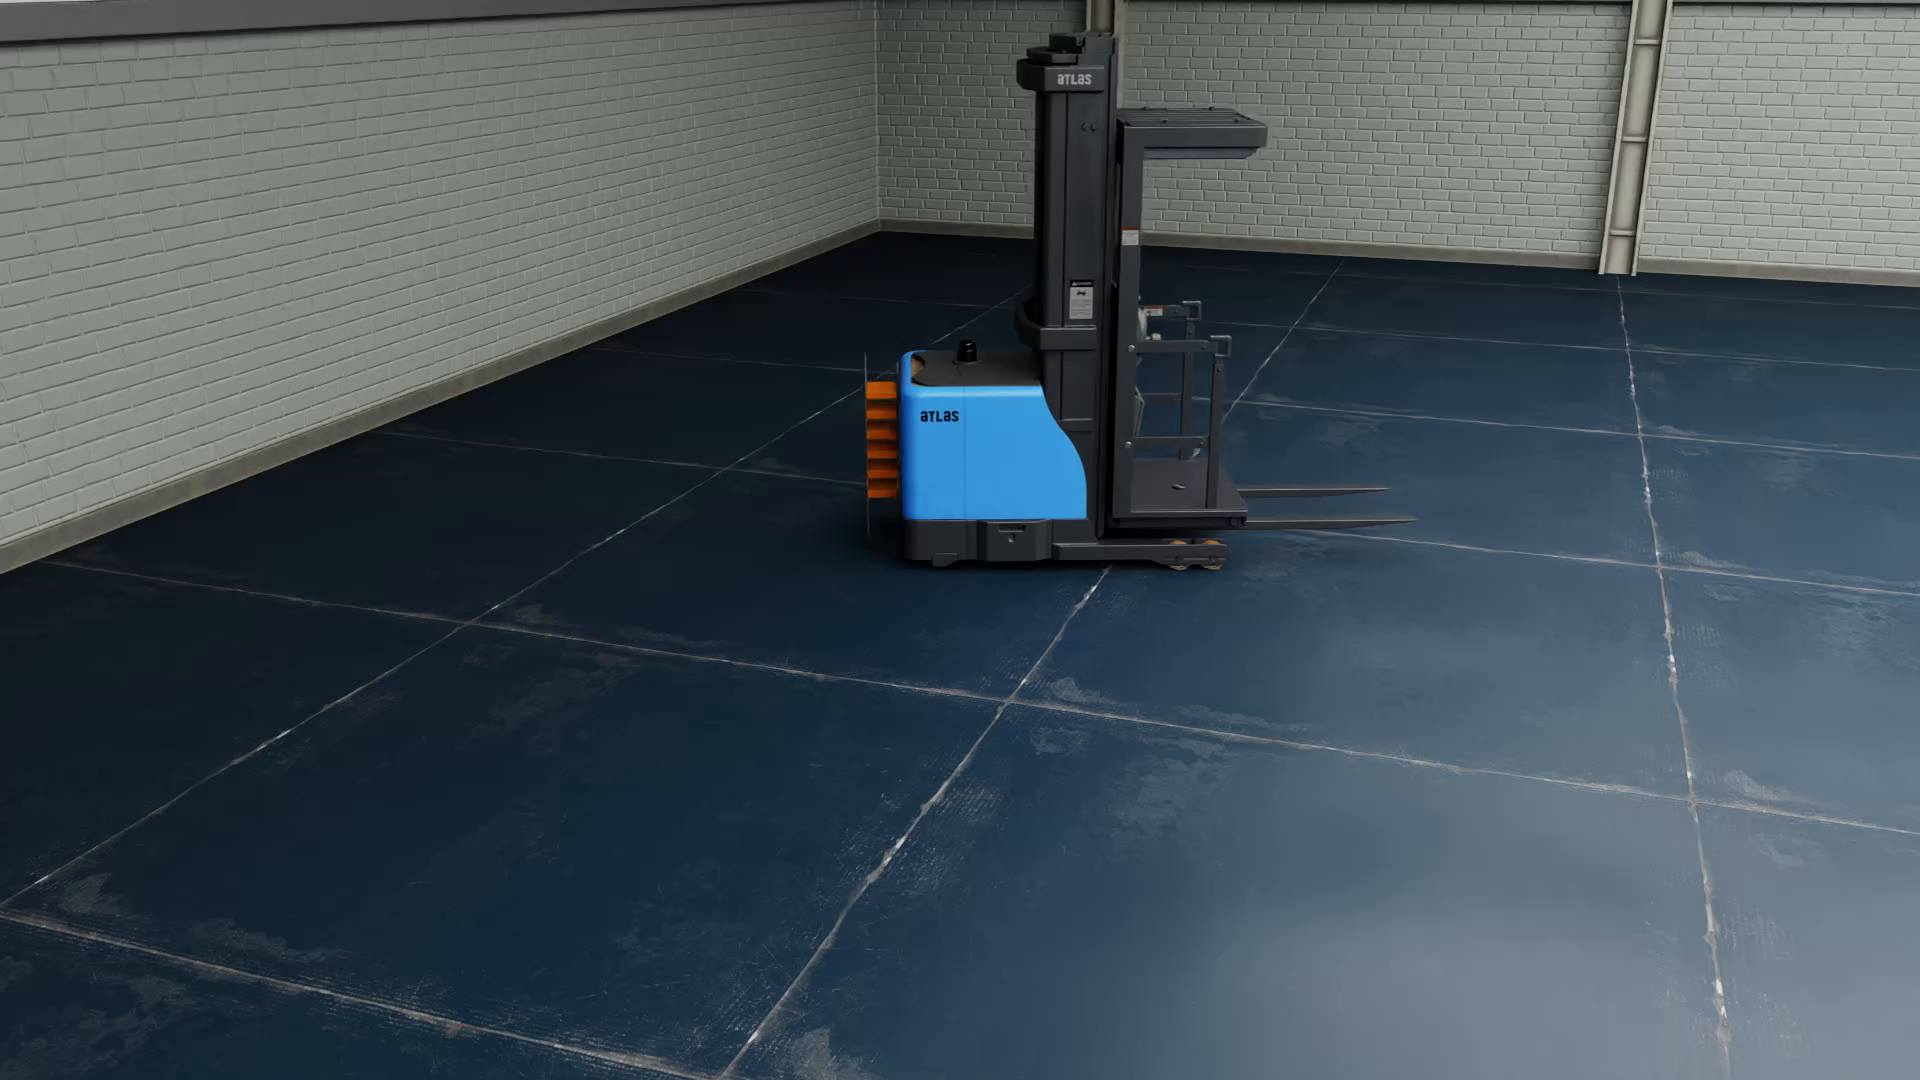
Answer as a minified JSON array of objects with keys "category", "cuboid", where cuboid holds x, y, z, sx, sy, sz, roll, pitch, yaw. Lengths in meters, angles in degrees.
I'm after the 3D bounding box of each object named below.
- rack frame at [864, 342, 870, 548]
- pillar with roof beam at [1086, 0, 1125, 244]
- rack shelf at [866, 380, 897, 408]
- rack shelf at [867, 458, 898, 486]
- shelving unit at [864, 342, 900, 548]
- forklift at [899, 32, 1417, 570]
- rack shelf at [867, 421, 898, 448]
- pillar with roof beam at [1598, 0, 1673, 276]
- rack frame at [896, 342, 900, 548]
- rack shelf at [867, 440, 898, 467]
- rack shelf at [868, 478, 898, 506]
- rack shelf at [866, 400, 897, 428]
[{"category":"rack frame","cuboid":[-0.550,-0.558,9.854,0.006,1.200,0.240,-1,19,-2]},{"category":"pillar with roof beam","cuboid":[0.309,-6.567,15.245,0.400,9.000,9.100,7,20,18]},{"category":"rack shelf","cuboid":[-0.459,-0.857,9.753,0.180,0.103,0.258,-1,19,-2]},{"category":"rack shelf","cuboid":[-0.459,-0.404,9.911,0.180,0.103,0.258,-1,19,-2]},{"category":"shelving unit","cuboid":[-0.459,-0.559,9.857,0.189,1.200,0.258,-1,19,-2]},{"category":"forklift","cuboid":[1.156,-1.386,9.599,3.031,2.935,1.130,-1,19,-2]},{"category":"rack shelf","cuboid":[-0.459,-0.630,9.832,0.180,0.103,0.258,-1,19,-2]},{"category":"pillar with roof beam","cuboid":[5.977,-5.919,13.386,0.400,9.000,9.100,7,20,18]},{"category":"rack frame","cuboid":[-0.367,-0.560,9.859,0.006,1.200,0.240,-1,19,-2]},{"category":"rack shelf","cuboid":[-0.459,-0.517,9.871,0.180,0.103,0.258,-1,19,-2]},{"category":"rack shelf","cuboid":[-0.459,-0.290,9.950,0.180,0.103,0.258,-1,19,-2]},{"category":"rack shelf","cuboid":[-0.459,-0.744,9.792,0.180,0.103,0.258,-1,19,-2]}]
